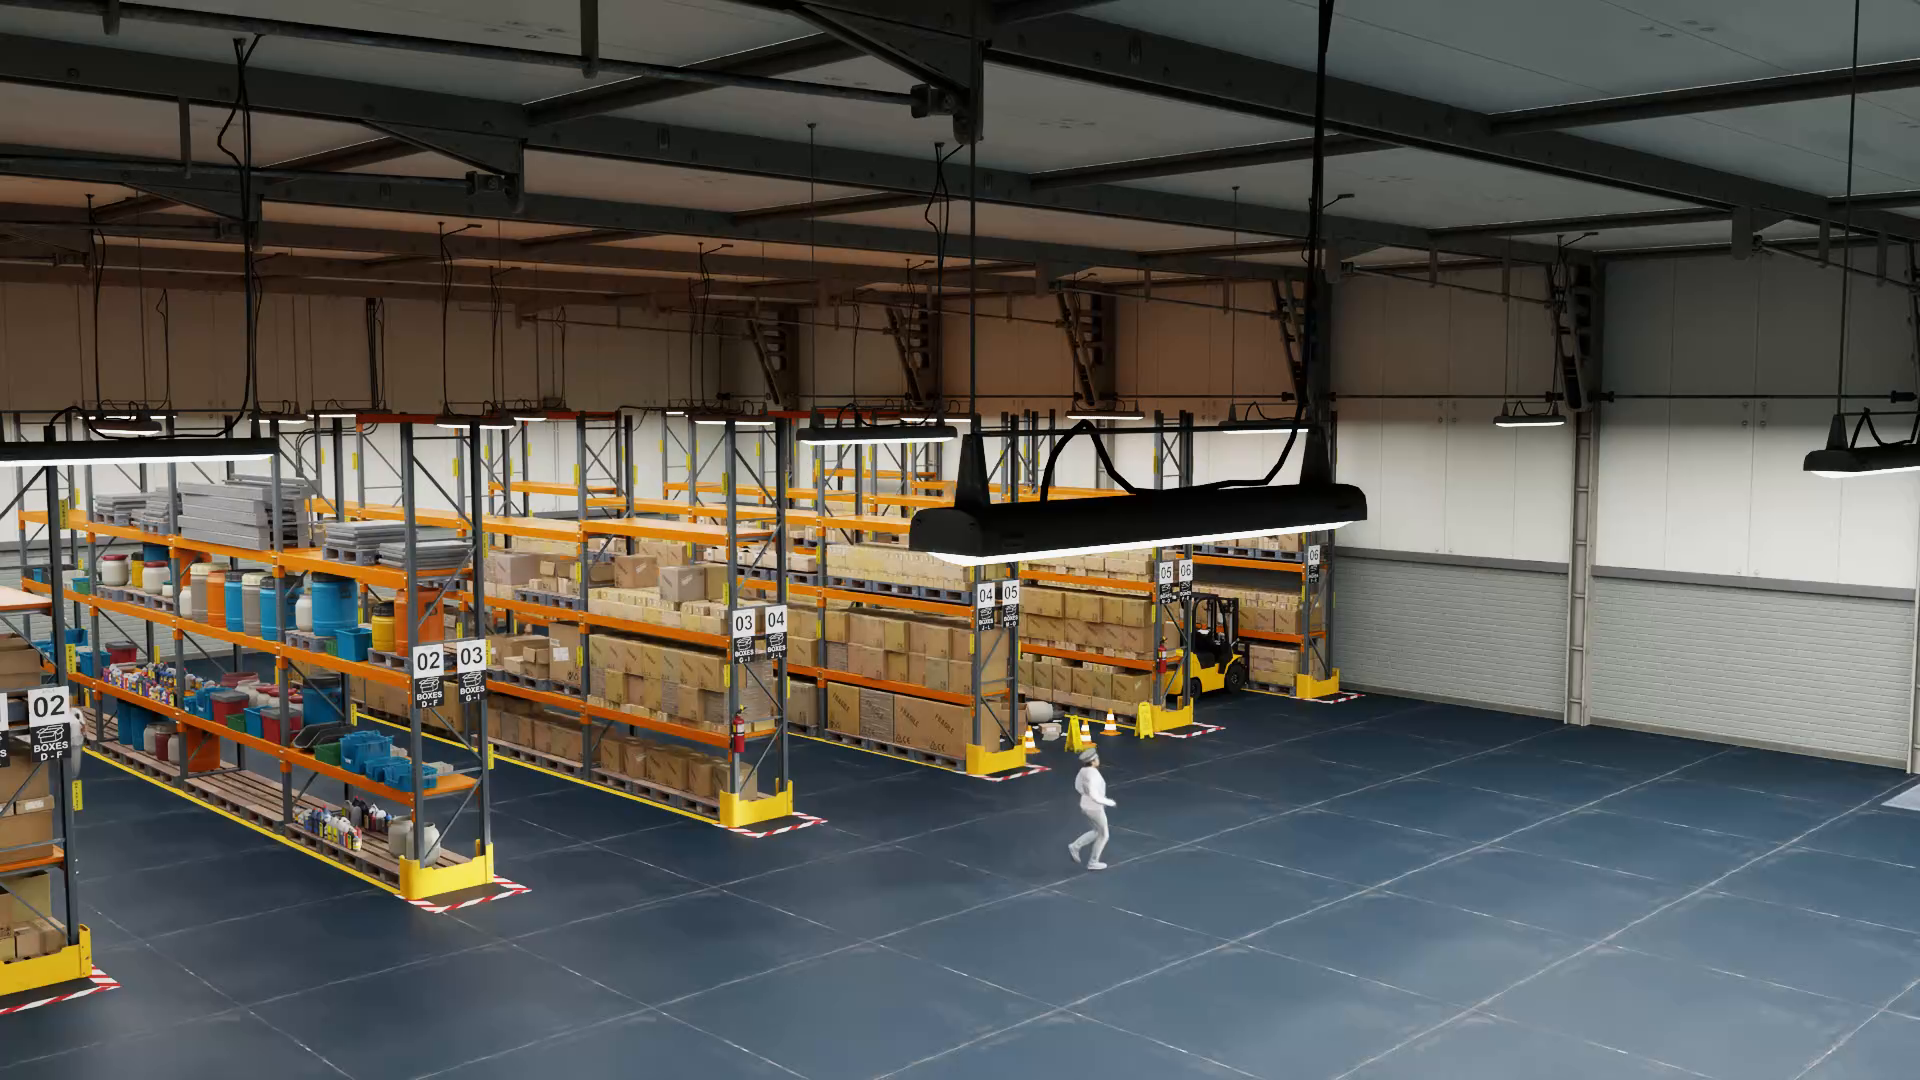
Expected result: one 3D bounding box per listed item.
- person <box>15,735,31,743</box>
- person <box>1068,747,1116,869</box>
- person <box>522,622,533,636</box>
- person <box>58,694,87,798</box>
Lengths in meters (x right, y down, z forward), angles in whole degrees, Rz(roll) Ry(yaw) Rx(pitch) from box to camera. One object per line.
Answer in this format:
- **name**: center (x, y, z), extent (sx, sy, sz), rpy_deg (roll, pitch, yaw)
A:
- **person**: center (-14.714, 3.207, 26.074), extent (0.577, 1.721, 0.657), rpy_deg (3, 6, 34)
- **person**: center (1.774, 3.580, 22.190), extent (0.537, 1.648, 0.612), rpy_deg (-1, 5, -16)
- **person**: center (-9.015, 2.520, 34.680), extent (0.561, 1.629, 0.582), rpy_deg (4, 6, 36)
- **person**: center (-13.983, 3.229, 26.115), extent (0.607, 1.627, 0.587), rpy_deg (4, 6, 38)
